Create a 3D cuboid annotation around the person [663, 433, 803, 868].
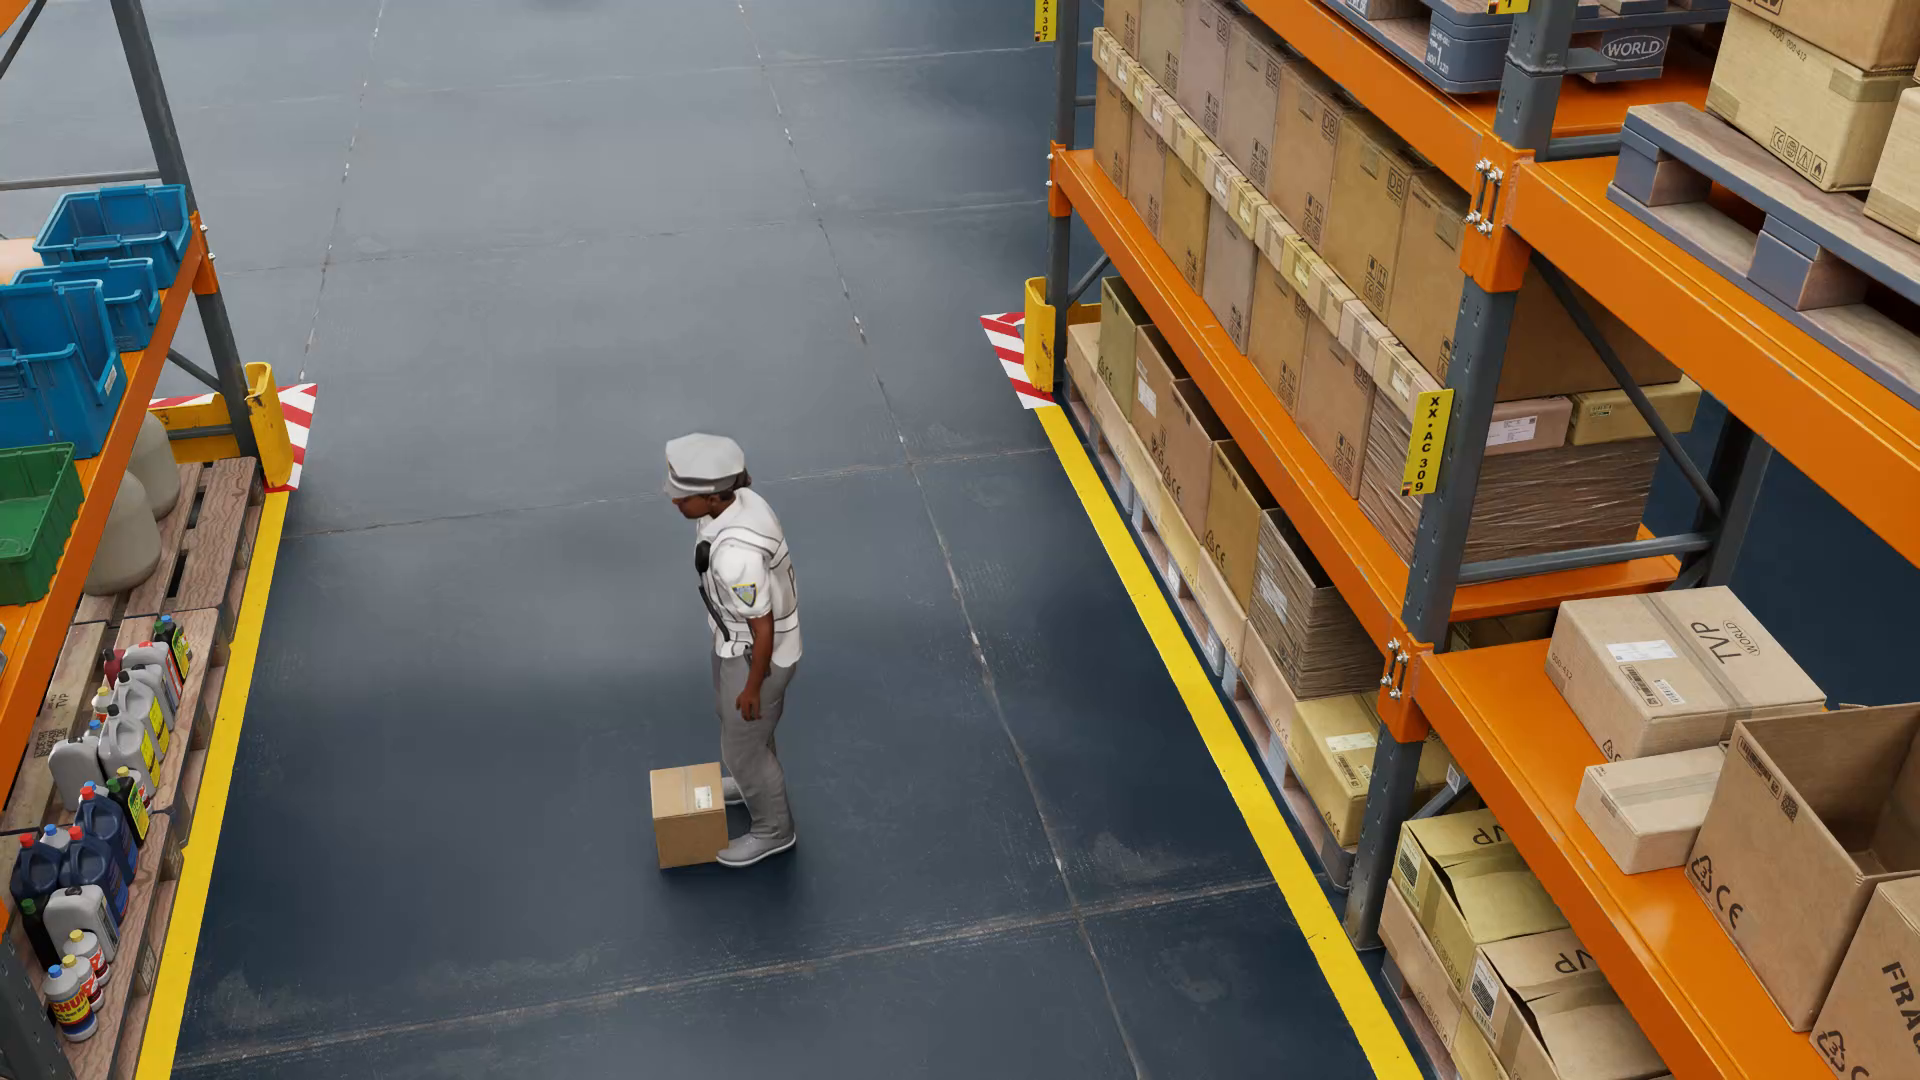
[{"bbox_3d":[-0.738,0.369,5.611,0.397,1.655,0.516,-9,36,-13],"label":"person"}]
